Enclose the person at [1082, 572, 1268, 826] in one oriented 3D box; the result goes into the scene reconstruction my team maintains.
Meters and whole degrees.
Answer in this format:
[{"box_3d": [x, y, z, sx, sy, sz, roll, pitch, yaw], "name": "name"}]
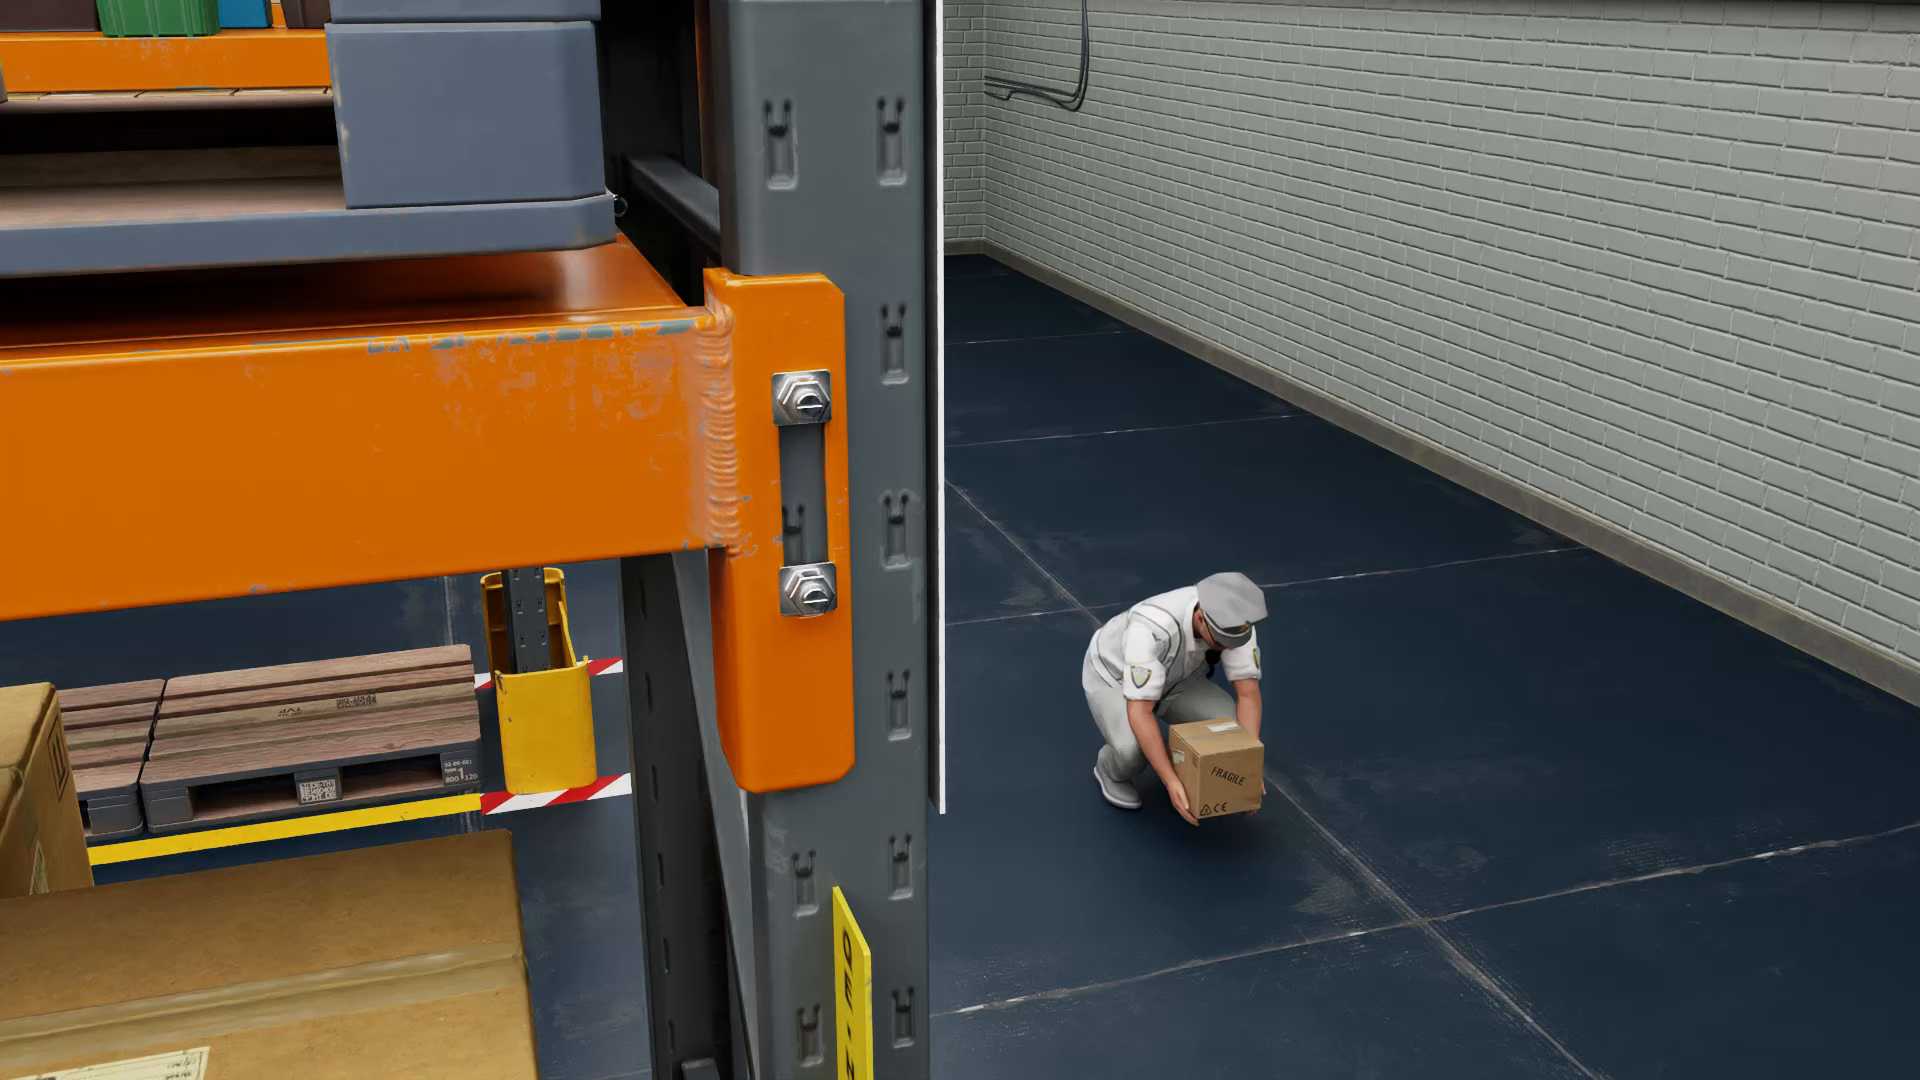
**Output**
[{"box_3d": [0.800, 0.531, 6.177, 0.558, 1.009, 0.906, -6, 20, -17], "name": "person"}]
